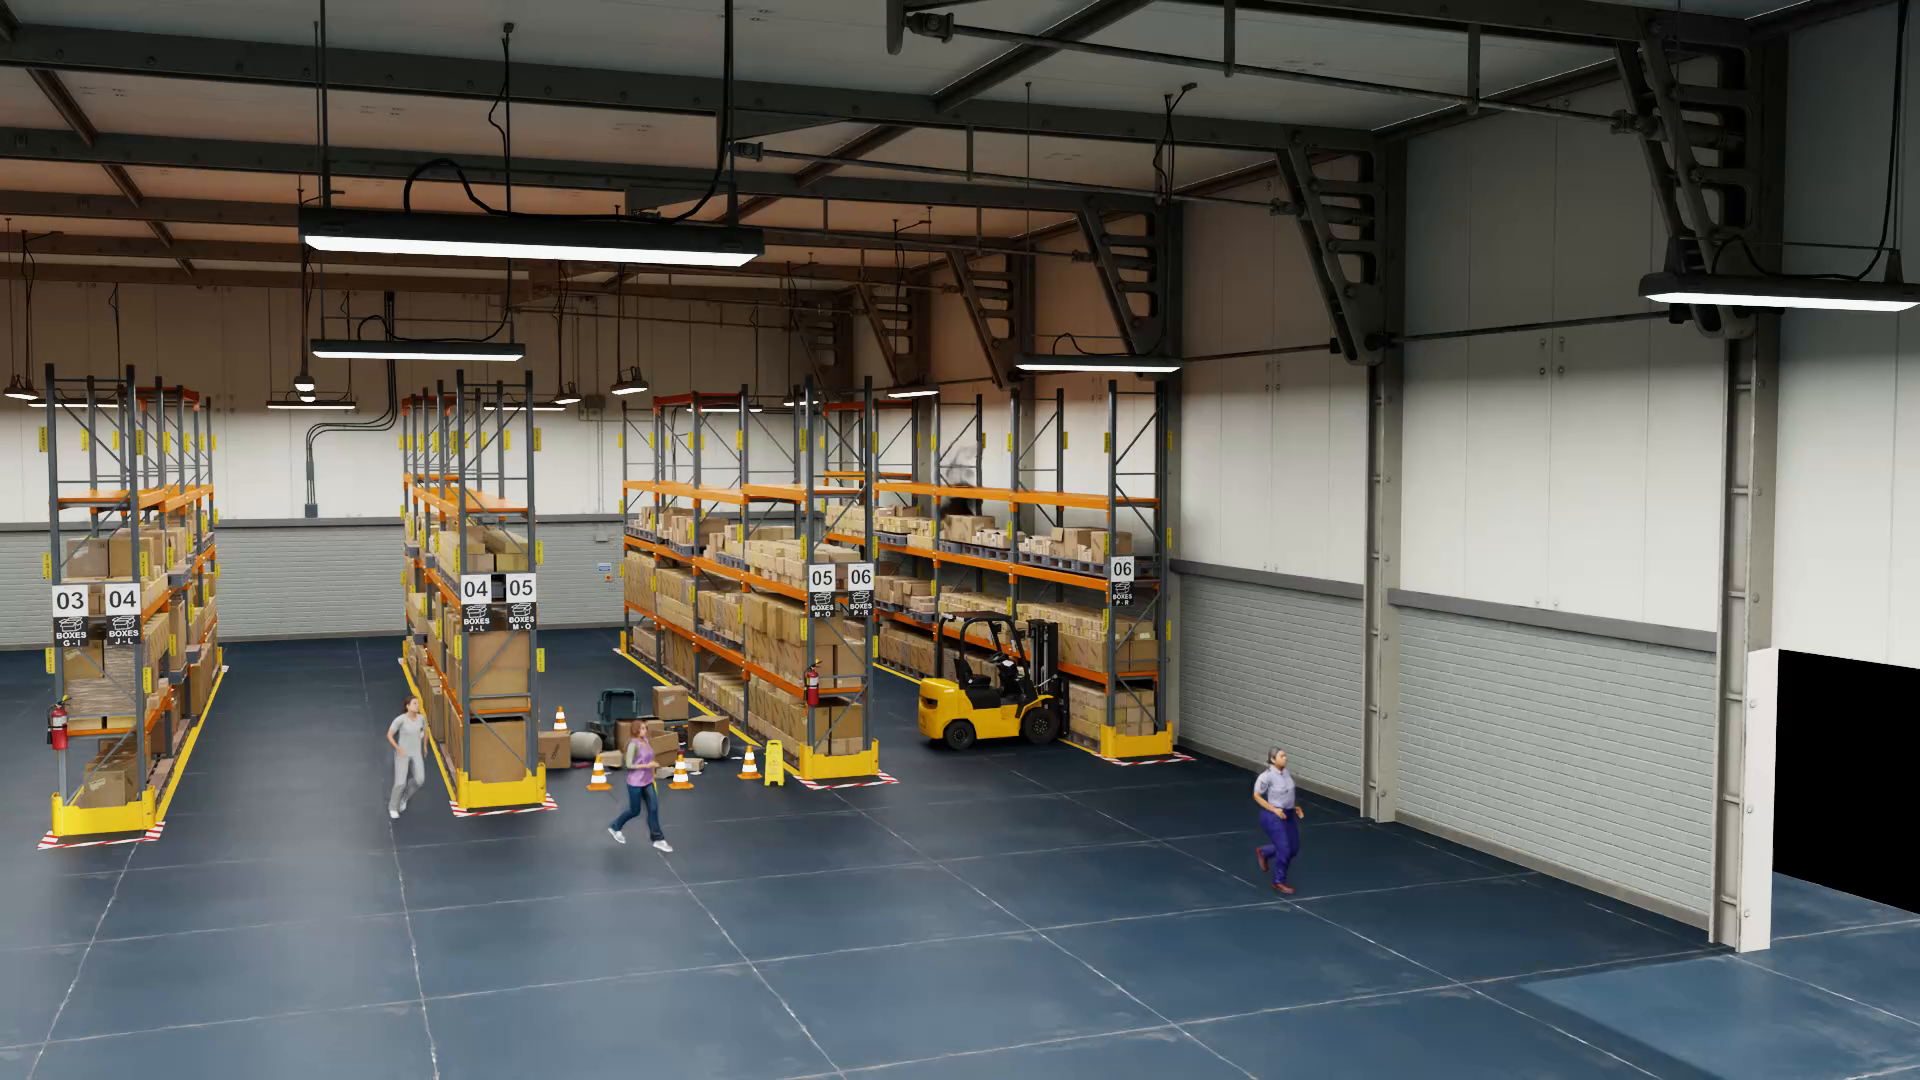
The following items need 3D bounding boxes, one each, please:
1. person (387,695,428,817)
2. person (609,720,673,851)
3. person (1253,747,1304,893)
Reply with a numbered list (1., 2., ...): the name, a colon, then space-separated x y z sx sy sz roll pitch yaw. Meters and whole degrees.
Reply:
1. person: -7.366 2.892 22.330 0.620 1.617 0.524 -3 4 -42
2. person: -3.913 2.986 20.321 0.882 1.592 0.534 2 4 26
3. person: 3.530 3.126 18.663 0.608 1.603 0.570 -3 5 -45
